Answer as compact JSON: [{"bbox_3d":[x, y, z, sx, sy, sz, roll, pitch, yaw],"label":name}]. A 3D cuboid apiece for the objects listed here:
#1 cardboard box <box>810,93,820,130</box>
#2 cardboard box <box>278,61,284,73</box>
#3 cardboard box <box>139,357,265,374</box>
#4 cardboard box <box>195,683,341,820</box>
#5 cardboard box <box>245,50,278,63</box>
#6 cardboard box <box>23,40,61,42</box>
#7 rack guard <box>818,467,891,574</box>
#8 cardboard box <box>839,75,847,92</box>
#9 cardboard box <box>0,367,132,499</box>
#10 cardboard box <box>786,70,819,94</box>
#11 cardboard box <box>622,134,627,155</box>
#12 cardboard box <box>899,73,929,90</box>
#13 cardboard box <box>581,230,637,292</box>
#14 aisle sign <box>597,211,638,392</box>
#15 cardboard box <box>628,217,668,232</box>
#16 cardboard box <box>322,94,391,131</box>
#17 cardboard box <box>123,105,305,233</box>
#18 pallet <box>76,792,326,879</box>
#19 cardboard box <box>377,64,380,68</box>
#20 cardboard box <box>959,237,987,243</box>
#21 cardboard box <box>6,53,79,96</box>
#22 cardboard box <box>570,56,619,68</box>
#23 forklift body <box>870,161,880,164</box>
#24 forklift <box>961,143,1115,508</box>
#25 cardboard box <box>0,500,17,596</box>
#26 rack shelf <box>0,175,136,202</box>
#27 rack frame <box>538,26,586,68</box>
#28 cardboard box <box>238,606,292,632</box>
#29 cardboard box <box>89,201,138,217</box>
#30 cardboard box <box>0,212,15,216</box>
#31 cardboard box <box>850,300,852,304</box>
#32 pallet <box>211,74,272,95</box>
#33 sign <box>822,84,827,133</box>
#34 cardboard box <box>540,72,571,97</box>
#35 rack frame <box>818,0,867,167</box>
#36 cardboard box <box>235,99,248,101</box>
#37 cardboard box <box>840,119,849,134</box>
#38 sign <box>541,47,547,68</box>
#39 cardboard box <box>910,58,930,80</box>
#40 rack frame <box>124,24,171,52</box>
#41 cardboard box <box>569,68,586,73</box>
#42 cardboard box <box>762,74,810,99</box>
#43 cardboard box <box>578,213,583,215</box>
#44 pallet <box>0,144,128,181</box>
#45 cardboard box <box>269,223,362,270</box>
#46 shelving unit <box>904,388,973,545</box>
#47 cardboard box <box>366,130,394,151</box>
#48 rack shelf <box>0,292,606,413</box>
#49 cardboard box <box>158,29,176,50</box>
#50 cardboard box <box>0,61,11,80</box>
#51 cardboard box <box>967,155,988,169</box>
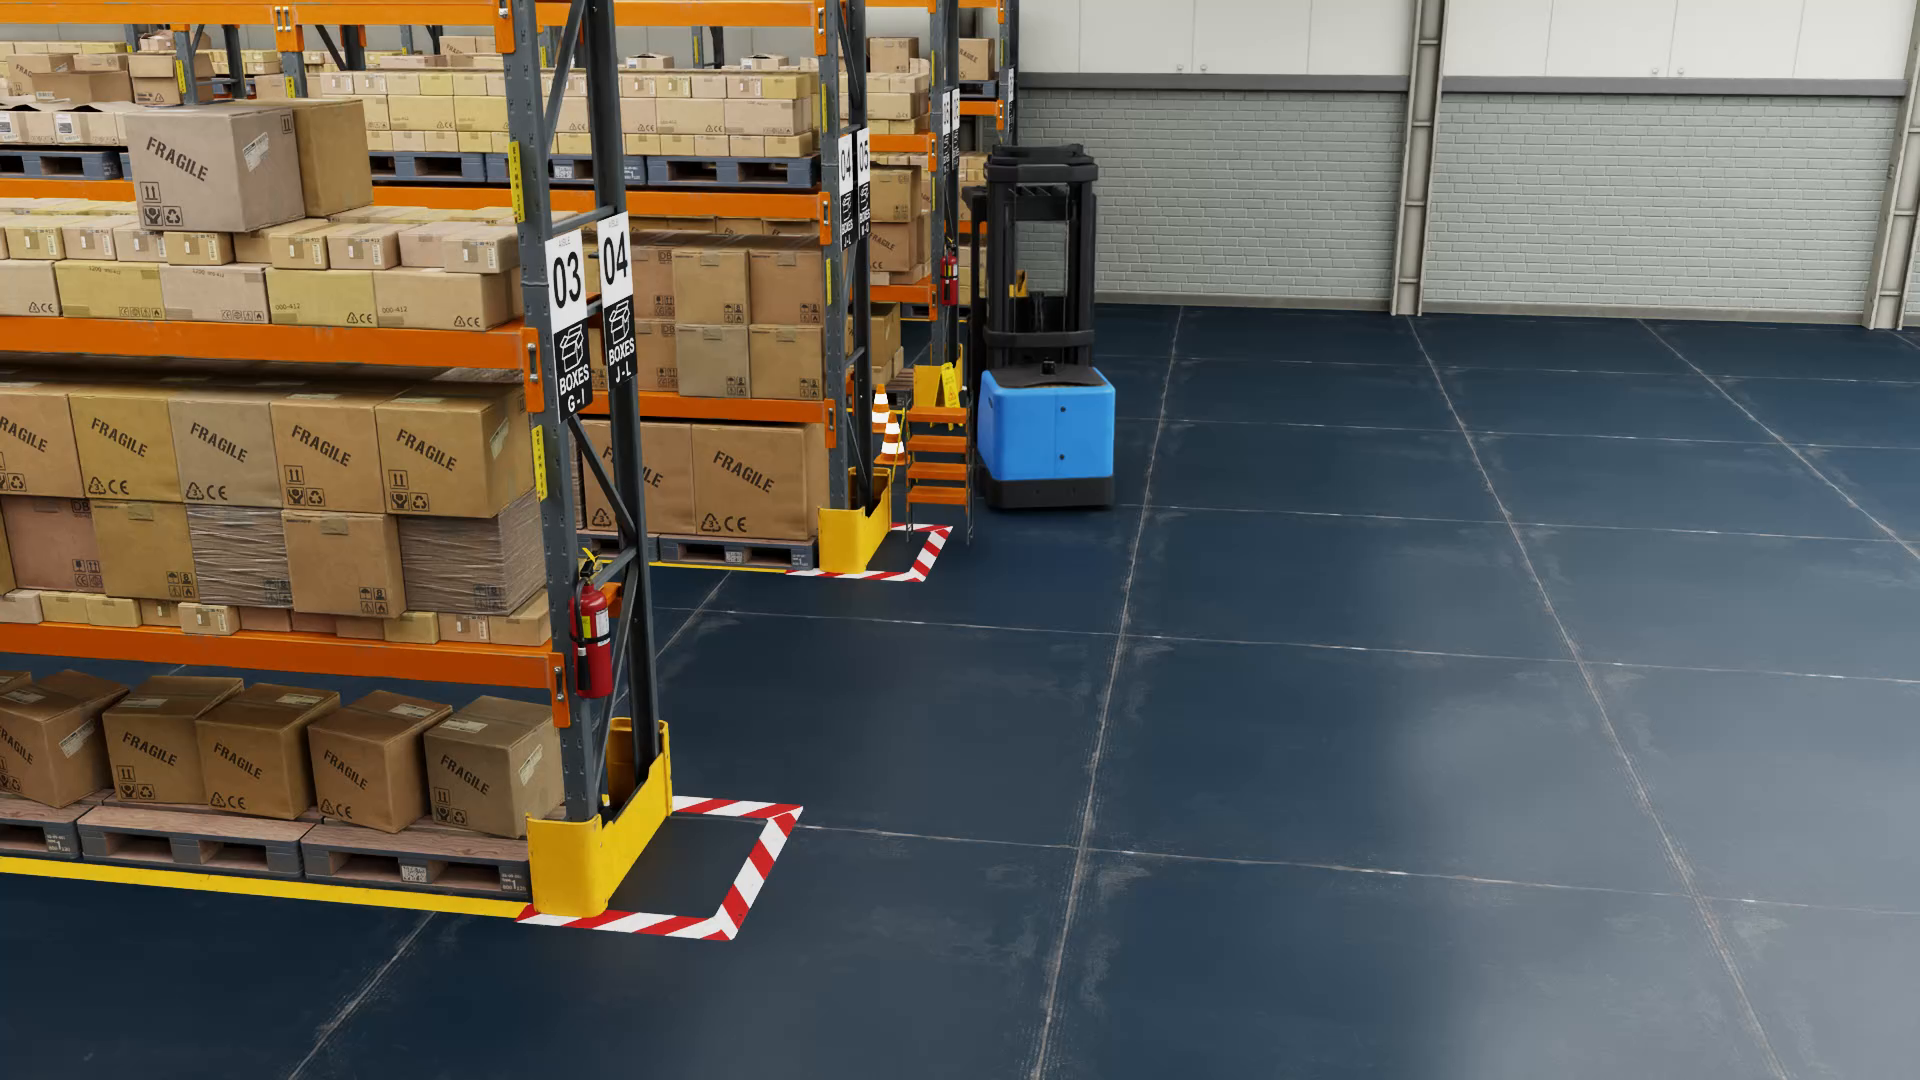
[{"bbox_3d":[-1.273,-3.199,12.358,0.500,0.250,0.500,3,19,9],"label":"cardboard box"},{"bbox_3d":[-9.372,-6.566,23.048,0.250,0.149,0.380,3,19,9],"label":"cardboard box"},{"bbox_3d":[-3.705,-0.658,8.339,0.500,0.500,0.500,3,19,9],"label":"cardboard box"},{"bbox_3d":[-3.549,1.086,8.607,0.500,0.500,0.500,5,19,14],"label":"cardboard box"},{"bbox_3d":[-9.462,-6.550,22.532,0.250,0.149,0.380,3,19,9],"label":"cardboard box"},{"bbox_3d":[-13.169,-6.984,23.701,0.500,0.250,0.500,3,19,9],"label":"cardboard box"},{"bbox_3d":[-0.814,-0.169,13.020,0.348,0.500,1.175,3,19,9],"label":"rack guard"},{"bbox_3d":[-1.279,-4.578,16.671,0.250,0.149,0.380,3,19,9],"label":"cardboard box"},{"bbox_3d":[-4.282,-0.518,7.923,0.500,0.500,0.500,3,19,9],"label":"cardboard box"},{"bbox_3d":[-1.117,-3.400,12.330,0.250,0.149,0.380,3,19,9],"label":"cardboard box"},{"bbox_3d":[-2.474,-2.880,12.033,0.250,0.149,0.380,3,19,9],"label":"cardboard box"},{"bbox_3d":[-0.471,-4.675,16.959,0.250,0.149,0.380,3,19,8],"label":"cardboard box"},{"bbox_3d":[-2.831,-2.025,12.690,0.500,0.550,0.875,3,19,9],"label":"cardboard box"},{"bbox_3d":[-1.615,-1.130,7.857,0.004,0.787,0.394,3,19,9],"label":"aisle sign"},{"bbox_3d":[-3.212,-3.174,17.435,0.500,0.500,0.500,3,19,8],"label":"cardboard box"},{"bbox_3d":[-4.349,-3.184,12.311,0.500,0.250,0.500,3,19,9],"label":"cardboard box"},{"bbox_3d":[-3.295,-1.653,7.376,0.500,0.500,0.500,3,19,9],"label":"cardboard box"},{"bbox_3d":[-3.797,1.398,8.793,1.213,0.211,1.003,3,19,9],"label":"pallet"},{"bbox_3d":[-7.656,-6.352,22.441,0.250,0.149,0.380,3,19,10],"label":"cardboard box"},{"bbox_3d":[0.187,-3.919,22.386,0.500,0.250,0.500,3,19,8],"label":"cardboard box"},{"bbox_3d":[-9.837,-4.981,17.915,0.500,0.500,0.500,3,19,9],"label":"cardboard box"},{"bbox_3d":[-4.829,-6.293,21.979,0.500,0.311,0.500,2,19,7],"label":"cardboard box"},{"bbox_3d":[-1.530,-3.588,20.637,1.214,2.155,2.313,3,19,9],"label":"forklift body"},{"bbox_3d":[0.605,-2.077,14.891,1.130,2.935,3.031,-2,19,-7],"label":"forklift"},{"bbox_3d":[-4.751,-0.118,8.303,0.500,0.500,0.875,3,19,9],"label":"cardboard box"},{"bbox_3d":[-6.762,-2.739,13.168,4.000,0.370,1.077,3,19,9],"label":"rack shelf"},{"bbox_3d":[-4.102,-5.958,16.927,0.127,3.000,1.000,3,19,9],"label":"rack frame"},{"bbox_3d":[-3.275,0.305,8.060,0.250,0.149,0.380,3,19,9],"label":"cardboard box"},{"bbox_3d":[-4.005,-1.558,8.113,0.250,0.149,0.380,4,19,11],"label":"cardboard box"},{"bbox_3d":[-4.614,-1.424,7.713,0.250,0.149,0.380,3,19,10],"label":"cardboard box"},{"bbox_3d":[-1.445,-2.315,17.986,0.500,0.500,0.500,2,19,7],"label":"cardboard box"},{"bbox_3d":[-9.559,-6.298,22.967,1.003,0.211,1.213,3,19,9],"label":"pallet"},{"bbox_3d":[-0.937,-2.991,11.517,0.005,0.325,0.100,3,19,9],"label":"sign"},{"bbox_3d":[-2.979,-3.284,11.982,0.250,0.149,0.380,3,19,8],"label":"cardboard box"},{"bbox_3d":[-0.838,-4.200,11.675,0.127,3.000,1.000,3,19,9],"label":"rack frame"},{"bbox_3d":[-7.515,-4.591,17.781,0.258,0.266,0.396,3,19,9],"label":"cardboard box"},{"bbox_3d":[-1.057,-4.171,16.711,0.250,0.149,0.380,3,19,10],"label":"cardboard box"},{"bbox_3d":[-4.186,-4.793,16.738,0.005,0.325,0.100,3,19,9],"label":"sign"},{"bbox_3d":[-0.485,-6.031,21.266,0.258,0.266,0.396,3,19,9],"label":"cardboard box"},{"bbox_3d":[-11.217,-7.916,22.778,0.127,3.000,1.000,3,19,9],"label":"rack frame"},{"bbox_3d":[-2.876,-3.490,12.599,0.250,0.149,0.380,3,19,9],"label":"cardboard box"},{"bbox_3d":[-1.224,-3.194,11.715,0.250,0.149,0.380,3,19,9],"label":"cardboard box"},{"bbox_3d":[-3.702,-3.685,17.388,0.500,0.500,0.700,3,19,8],"label":"cardboard box"},{"bbox_3d":[-6.988,-3.020,13.172,1.213,0.211,1.003,4,19,11],"label":"pallet"},{"bbox_3d":[-2.825,-1.298,7.335,0.250,0.149,0.380,3,19,9],"label":"cardboard box"},{"bbox_3d":[-0.163,-0.577,13.138,0.503,1.200,0.258,3,19,9],"label":"shelving unit"},{"bbox_3d":[-4.225,-2.970,12.300,0.250,0.149,0.380,3,19,9],"label":"cardboard box"},{"bbox_3d":[-3.699,-0.989,7.937,4.000,0.370,1.077,3,19,9],"label":"rack shelf"},{"bbox_3d":[-10.904,-6.964,23.117,0.258,0.266,0.396,3,19,8],"label":"cardboard box"},{"bbox_3d":[-13.248,-6.589,23.308,0.500,0.250,0.500,3,19,8],"label":"cardboard box"},{"bbox_3d":[0.244,-4.915,21.616,0.250,0.149,0.380,3,19,9],"label":"cardboard box"}]
